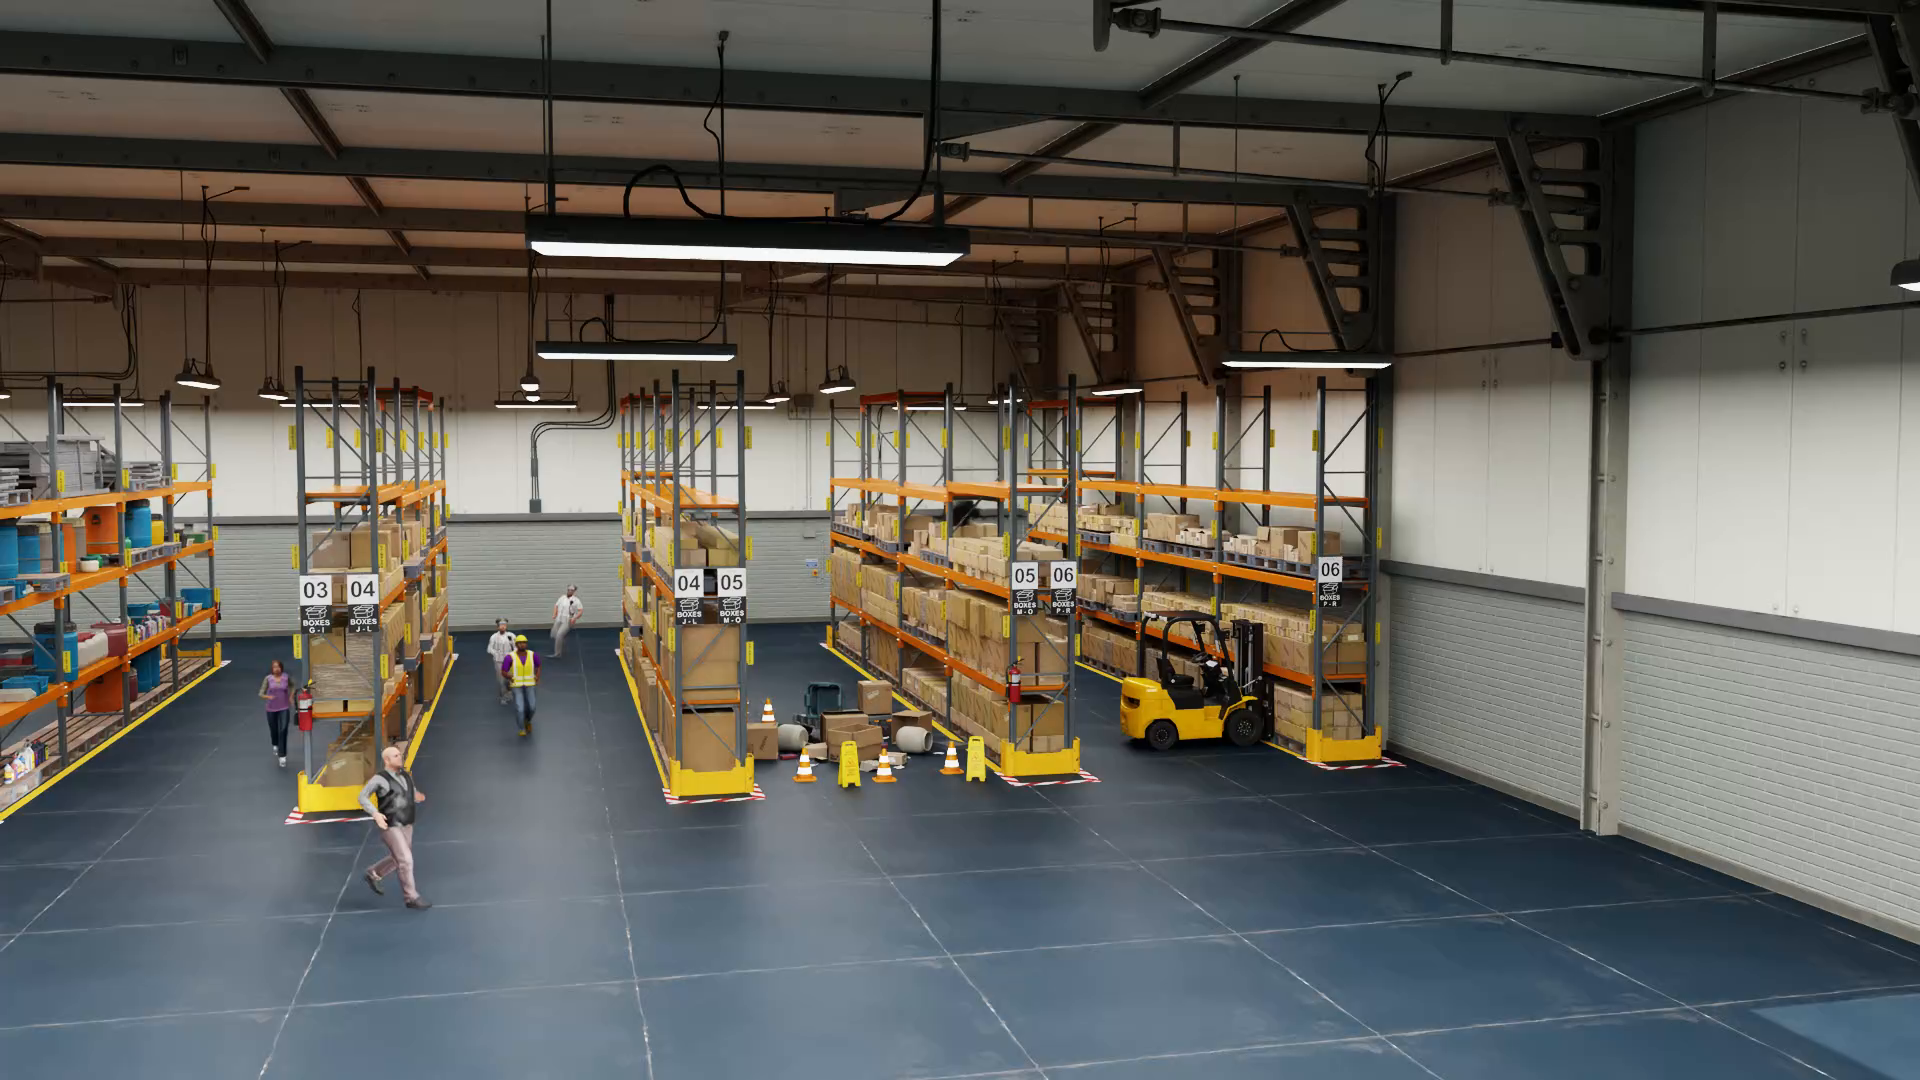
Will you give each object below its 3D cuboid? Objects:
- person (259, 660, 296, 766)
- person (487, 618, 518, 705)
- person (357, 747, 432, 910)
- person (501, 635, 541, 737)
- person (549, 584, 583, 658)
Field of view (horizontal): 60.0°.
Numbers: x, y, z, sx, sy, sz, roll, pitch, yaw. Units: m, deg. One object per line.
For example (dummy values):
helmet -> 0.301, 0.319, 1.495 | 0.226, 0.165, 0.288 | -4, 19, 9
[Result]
person -> -10.560, 2.646, 25.748 | 0.537, 1.596, 0.878 | -1, 4, -24
person -> -8.610, 2.294, 31.414 | 0.605, 1.654, 0.530 | -1, 4, -19
person -> -6.057, 3.063, 17.815 | 0.961, 1.698, 0.662 | 1, 4, 19
person -> -7.364, 2.463, 28.031 | 0.692, 1.720, 0.589 | -2, 4, -24
person -> -9.119, 1.862, 38.345 | 0.718, 1.686, 0.592 | 1, 4, 22
